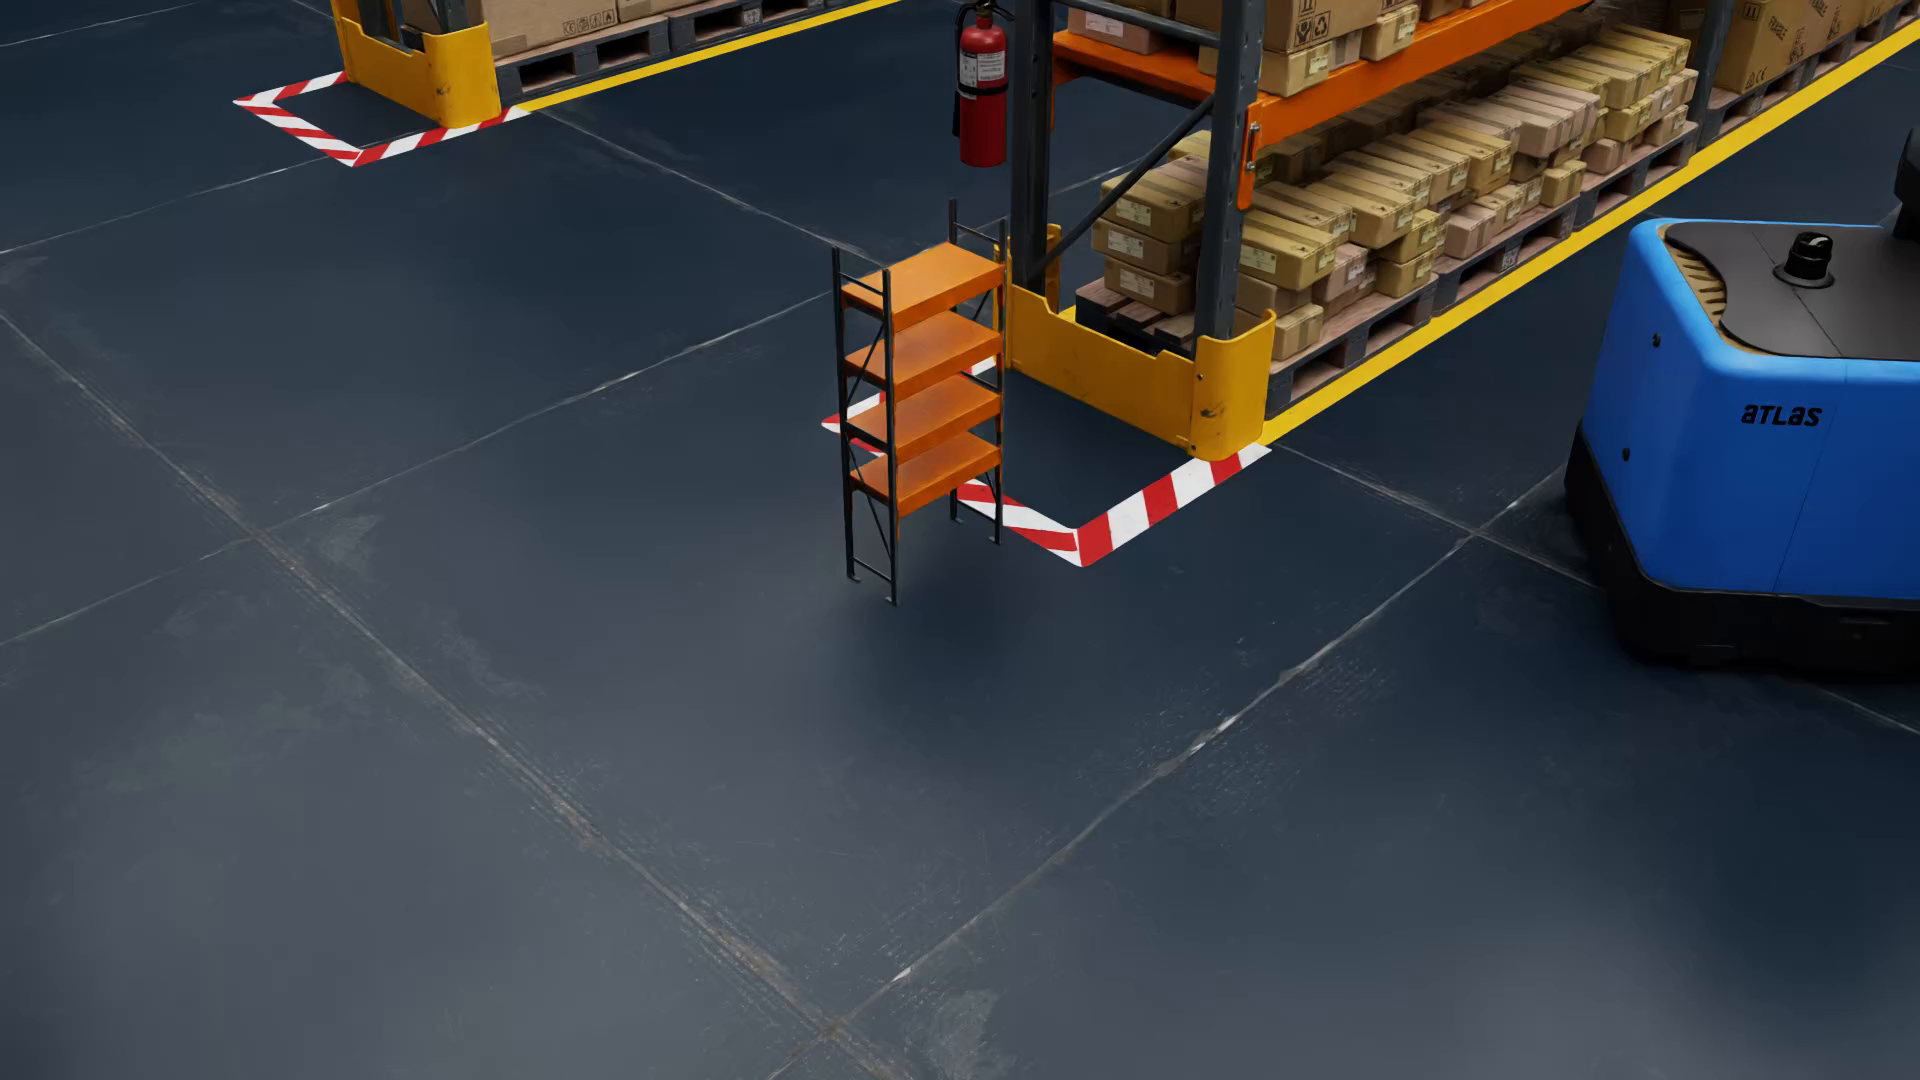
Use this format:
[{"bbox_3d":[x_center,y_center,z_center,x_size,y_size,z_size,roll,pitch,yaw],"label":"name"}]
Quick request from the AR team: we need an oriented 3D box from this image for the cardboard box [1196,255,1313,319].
[{"bbox_3d":[1.141,-1.012,6.444,0.250,0.149,0.380,-28,44,-34],"label":"cardboard box"}]

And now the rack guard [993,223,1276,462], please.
[{"bbox_3d":[0.643,-0.783,6.436,1.175,0.500,0.348,30,45,35],"label":"rack guard"}]

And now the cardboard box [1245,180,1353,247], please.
[{"bbox_3d":[1.308,-1.261,6.540,0.250,0.149,0.380,-29,44,-35],"label":"cardboard box"}]

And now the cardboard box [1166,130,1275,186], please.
[{"bbox_3d":[1.092,-1.577,6.994,0.380,0.149,0.250,29,44,34],"label":"cardboard box"}]

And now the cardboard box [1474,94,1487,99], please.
[{"bbox_3d":[2.472,-2.147,8.072,0.380,0.149,0.250,27,43,33],"label":"cardboard box"}]

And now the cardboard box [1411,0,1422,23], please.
[{"bbox_3d":[1.513,-2.042,6.275,0.250,0.149,0.380,-28,43,-34],"label":"cardboard box"}]

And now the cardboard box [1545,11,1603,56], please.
[{"bbox_3d":[3.018,-2.592,8.449,0.250,0.149,0.380,-28,44,-34],"label":"cardboard box"}]

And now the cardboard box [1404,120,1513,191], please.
[{"bbox_3d":[2.113,-1.642,7.088,0.250,0.149,0.380,-29,44,-35],"label":"cardboard box"}]

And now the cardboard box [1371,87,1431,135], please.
[{"bbox_3d":[1.898,-1.968,7.554,0.250,0.149,0.380,-30,45,-35],"label":"cardboard box"}]

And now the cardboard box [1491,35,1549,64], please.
[{"bbox_3d":[2.638,-2.381,8.148,0.380,0.149,0.250,29,44,35],"label":"cardboard box"}]

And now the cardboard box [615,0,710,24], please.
[{"bbox_3d":[-1.962,-3.536,10.071,0.875,0.438,0.875,-29,44,-34],"label":"cardboard box"}]

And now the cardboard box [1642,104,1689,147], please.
[{"bbox_3d":[3.373,-2.108,8.275,0.250,0.149,0.380,-29,44,-35],"label":"cardboard box"}]

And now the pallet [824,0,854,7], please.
[{"bbox_3d":[-0.768,-3.934,11.207,1.003,0.211,1.213,30,45,35],"label":"pallet"}]

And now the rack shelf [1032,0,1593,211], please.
[{"bbox_3d":[1.998,-2.294,7.047,1.077,0.370,4.000,30,45,35],"label":"rack shelf"}]

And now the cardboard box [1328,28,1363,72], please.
[{"bbox_3d":[1.200,-1.794,5.920,0.250,0.149,0.380,-28,44,-34],"label":"cardboard box"}]

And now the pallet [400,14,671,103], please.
[{"bbox_3d":[-2.487,-2.944,9.787,1.003,0.211,1.213,30,45,35],"label":"pallet"}]

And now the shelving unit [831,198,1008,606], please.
[{"bbox_3d":[-0.117,-0.425,5.310,0.258,1.200,0.503,30,45,35],"label":"shelving unit"}]

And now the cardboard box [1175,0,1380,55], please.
[{"bbox_3d":[1.102,-2.012,5.665,0.500,0.500,0.500,-28,43,-34],"label":"cardboard box"}]

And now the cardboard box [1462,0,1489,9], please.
[{"bbox_3d":[1.915,-2.231,6.546,0.380,0.149,0.250,29,44,34],"label":"cardboard box"}]

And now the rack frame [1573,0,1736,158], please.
[{"bbox_3d":[3.407,-3.401,8.005,1.000,3.000,0.127,30,45,35],"label":"rack frame"}]

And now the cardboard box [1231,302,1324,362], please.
[{"bbox_3d":[1.186,-0.864,6.492,0.250,0.149,0.380,-29,44,-35],"label":"cardboard box"}]

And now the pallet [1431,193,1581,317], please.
[{"bbox_3d":[2.100,-1.473,7.678,1.003,0.211,1.213,30,45,35],"label":"pallet"}]

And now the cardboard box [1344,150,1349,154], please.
[{"bbox_3d":[1.673,-1.755,7.510,0.250,0.149,0.380,-28,43,-34],"label":"cardboard box"}]

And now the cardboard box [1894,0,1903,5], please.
[{"bbox_3d":[5.579,-3.590,10.094,0.500,0.500,0.500,-28,44,-34],"label":"cardboard box"}]

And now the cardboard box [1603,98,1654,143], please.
[{"bbox_3d":[3.053,-2.040,7.917,0.380,0.149,0.250,28,44,34],"label":"cardboard box"}]

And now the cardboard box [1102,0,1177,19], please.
[{"bbox_3d":[0.723,-2.227,5.973,0.500,0.500,0.500,-29,44,-35],"label":"cardboard box"}]

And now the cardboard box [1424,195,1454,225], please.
[{"bbox_3d":[1.860,-1.442,7.060,0.380,0.149,0.250,27,43,33],"label":"cardboard box"}]

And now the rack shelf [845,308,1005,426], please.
[{"bbox_3d":[-0.117,-0.553,5.221,0.258,0.148,0.480,30,45,35],"label":"rack shelf"}]

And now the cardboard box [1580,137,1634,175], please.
[{"bbox_3d":[2.990,-1.903,7.981,0.380,0.149,0.250,28,44,34],"label":"cardboard box"}]

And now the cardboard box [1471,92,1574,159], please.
[{"bbox_3d":[2.475,-1.840,7.371,0.380,0.149,0.250,28,44,34],"label":"cardboard box"}]

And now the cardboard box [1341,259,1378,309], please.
[{"bbox_3d":[1.482,-1.107,6.840,0.250,0.149,0.380,-29,44,-35],"label":"cardboard box"}]

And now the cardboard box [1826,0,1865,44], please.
[{"bbox_3d":[4.847,-3.175,9.498,0.500,0.500,0.500,-29,44,-35],"label":"cardboard box"}]

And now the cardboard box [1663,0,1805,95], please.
[{"bbox_3d":[4.116,-2.741,8.877,0.500,0.500,0.500,-28,44,-34],"label":"cardboard box"}]

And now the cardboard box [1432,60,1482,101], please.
[{"bbox_3d":[2.233,-2.196,7.882,0.250,0.149,0.380,-29,44,-35],"label":"cardboard box"}]

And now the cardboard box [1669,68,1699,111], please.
[{"bbox_3d":[3.411,-2.270,8.248,0.250,0.149,0.380,-29,44,-35],"label":"cardboard box"}]

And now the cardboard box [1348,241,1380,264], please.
[{"bbox_3d":[1.483,-1.235,6.764,0.250,0.149,0.380,-29,44,-35],"label":"cardboard box"}]

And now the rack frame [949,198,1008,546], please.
[{"bbox_3d":[0.055,-0.524,5.452,0.240,1.200,0.015,30,45,35],"label":"rack frame"}]

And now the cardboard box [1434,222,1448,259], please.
[{"bbox_3d":[1.852,-1.309,7.129,0.380,0.149,0.250,30,45,35],"label":"cardboard box"}]

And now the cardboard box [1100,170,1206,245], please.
[{"bbox_3d":[0.782,-1.342,6.656,0.250,0.149,0.380,-29,44,-35],"label":"cardboard box"}]

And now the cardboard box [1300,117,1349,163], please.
[{"bbox_3d":[1.470,-1.788,7.296,0.250,0.149,0.380,-28,44,-34],"label":"cardboard box"}]

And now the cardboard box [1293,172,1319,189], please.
[{"bbox_3d":[1.386,-1.511,7.160,0.380,0.149,0.250,29,44,35],"label":"cardboard box"}]

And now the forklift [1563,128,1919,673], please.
[{"bbox_3d":[3.617,-1.024,4.656,3.031,2.935,1.130,3,35,4],"label":"forklift"}]

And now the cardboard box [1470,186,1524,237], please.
[{"bbox_3d":[2.266,-1.498,7.400,0.380,0.149,0.250,30,45,35],"label":"cardboard box"}]

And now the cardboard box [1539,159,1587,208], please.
[{"bbox_3d":[2.644,-1.688,7.673,0.380,0.149,0.250,29,44,35],"label":"cardboard box"}]

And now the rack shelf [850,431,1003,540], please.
[{"bbox_3d":[-0.117,-0.207,5.463,0.258,0.148,0.480,30,45,35],"label":"rack shelf"}]

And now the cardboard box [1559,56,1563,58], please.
[{"bbox_3d":[2.925,-2.508,8.589,0.250,0.149,0.380,-28,43,-34],"label":"cardboard box"}]

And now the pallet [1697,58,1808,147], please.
[{"bbox_3d":[3.955,-2.574,9.257,1.003,0.211,1.213,30,45,35],"label":"pallet"}]

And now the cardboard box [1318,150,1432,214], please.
[{"bbox_3d":[1.693,-1.445,6.805,0.380,0.149,0.250,27,43,33],"label":"cardboard box"}]

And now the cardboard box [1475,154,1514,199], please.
[{"bbox_3d":[2.220,-1.674,7.393,0.250,0.149,0.380,-28,43,-34],"label":"cardboard box"}]

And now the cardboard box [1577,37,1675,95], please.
[{"bbox_3d":[3.190,-2.279,8.001,0.250,0.149,0.380,-29,44,-35],"label":"cardboard box"}]

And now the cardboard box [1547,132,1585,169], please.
[{"bbox_3d":[2.641,-1.866,7.668,0.250,0.149,0.380,-29,44,-35],"label":"cardboard box"}]

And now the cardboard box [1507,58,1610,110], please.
[{"bbox_3d":[2.781,-2.101,7.746,0.250,0.149,0.380,-28,44,-34],"label":"cardboard box"}]

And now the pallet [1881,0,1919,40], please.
[{"bbox_3d":[5.674,-3.565,10.677,1.003,0.211,1.213,30,45,35],"label":"pallet"}]
